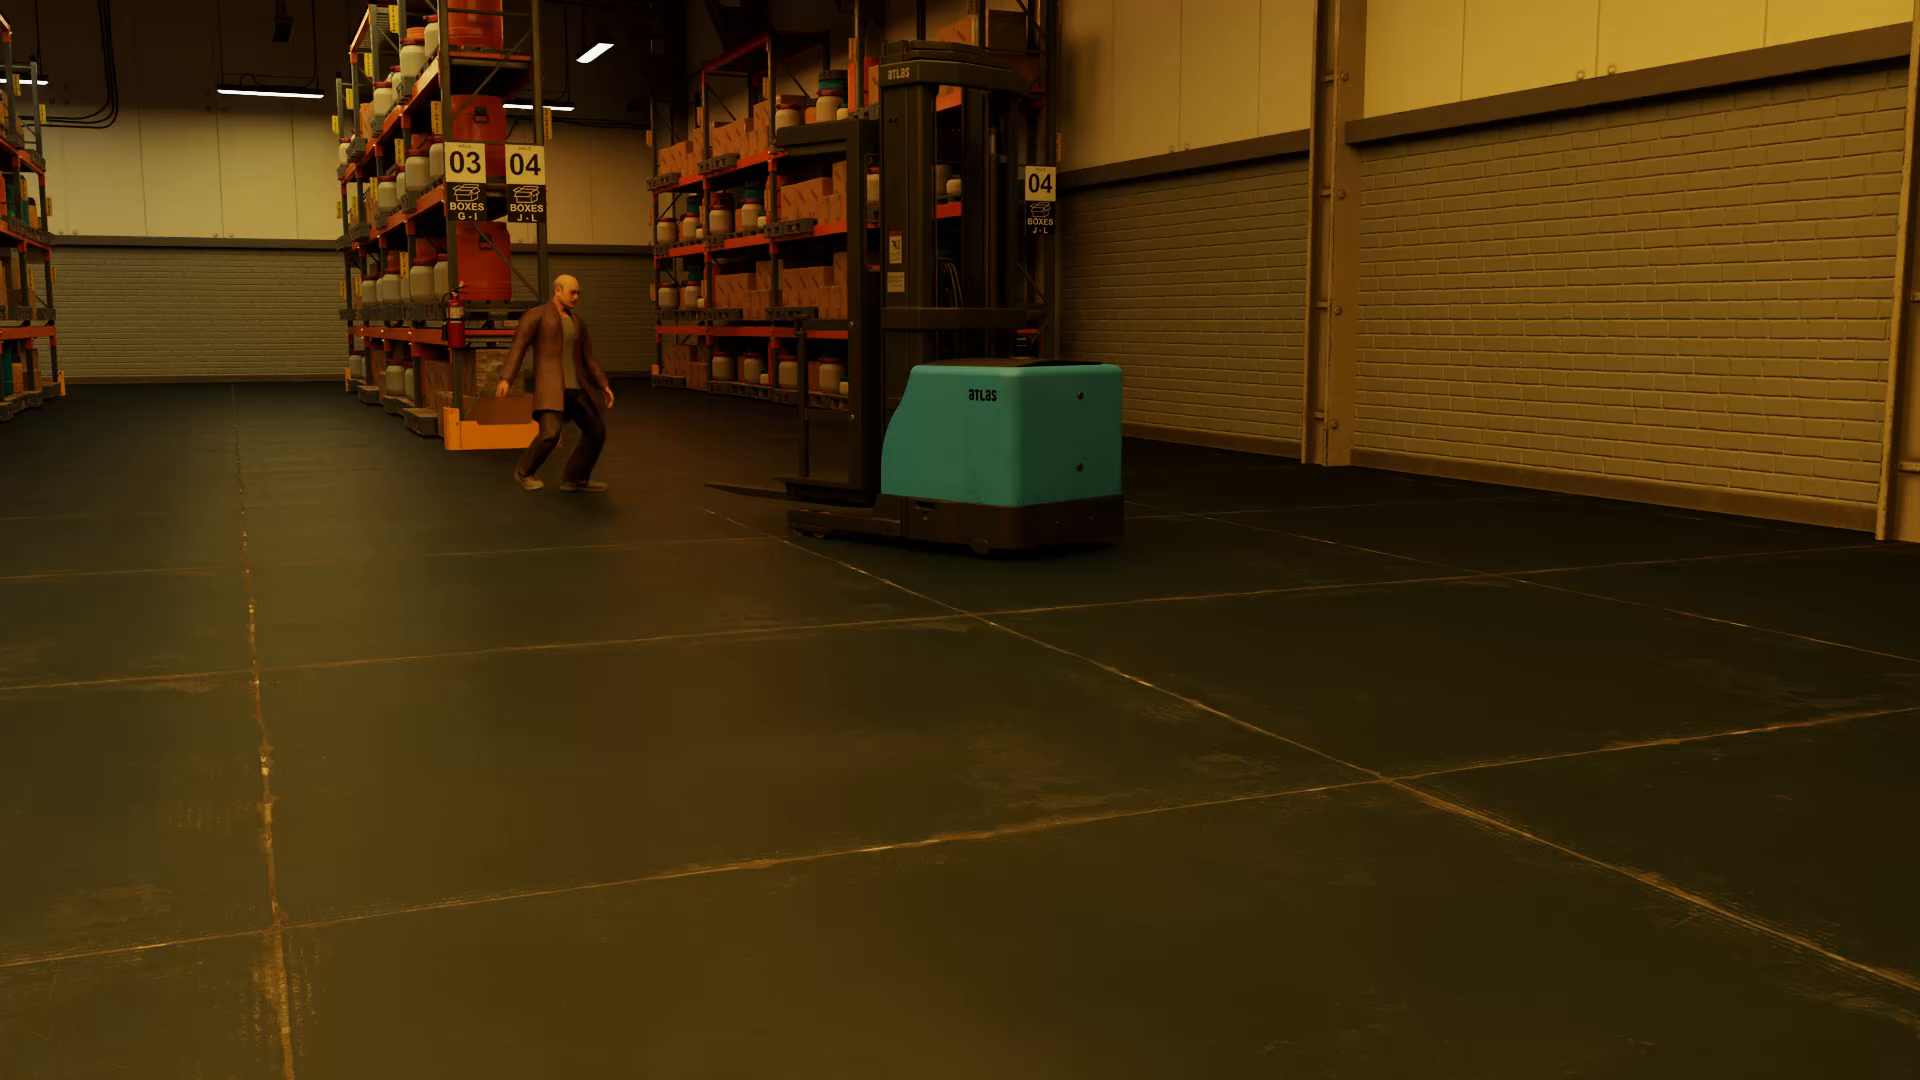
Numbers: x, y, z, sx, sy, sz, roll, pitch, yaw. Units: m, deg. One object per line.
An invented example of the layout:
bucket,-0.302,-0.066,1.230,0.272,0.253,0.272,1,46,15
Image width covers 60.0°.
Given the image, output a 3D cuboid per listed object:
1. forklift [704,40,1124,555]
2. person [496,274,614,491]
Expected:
forklift,-0.436,-1.509,10.383,3.031,2.935,1.130,7,10,44
person,-3.075,-1.176,12.682,0.573,1.684,0.942,7,10,41
